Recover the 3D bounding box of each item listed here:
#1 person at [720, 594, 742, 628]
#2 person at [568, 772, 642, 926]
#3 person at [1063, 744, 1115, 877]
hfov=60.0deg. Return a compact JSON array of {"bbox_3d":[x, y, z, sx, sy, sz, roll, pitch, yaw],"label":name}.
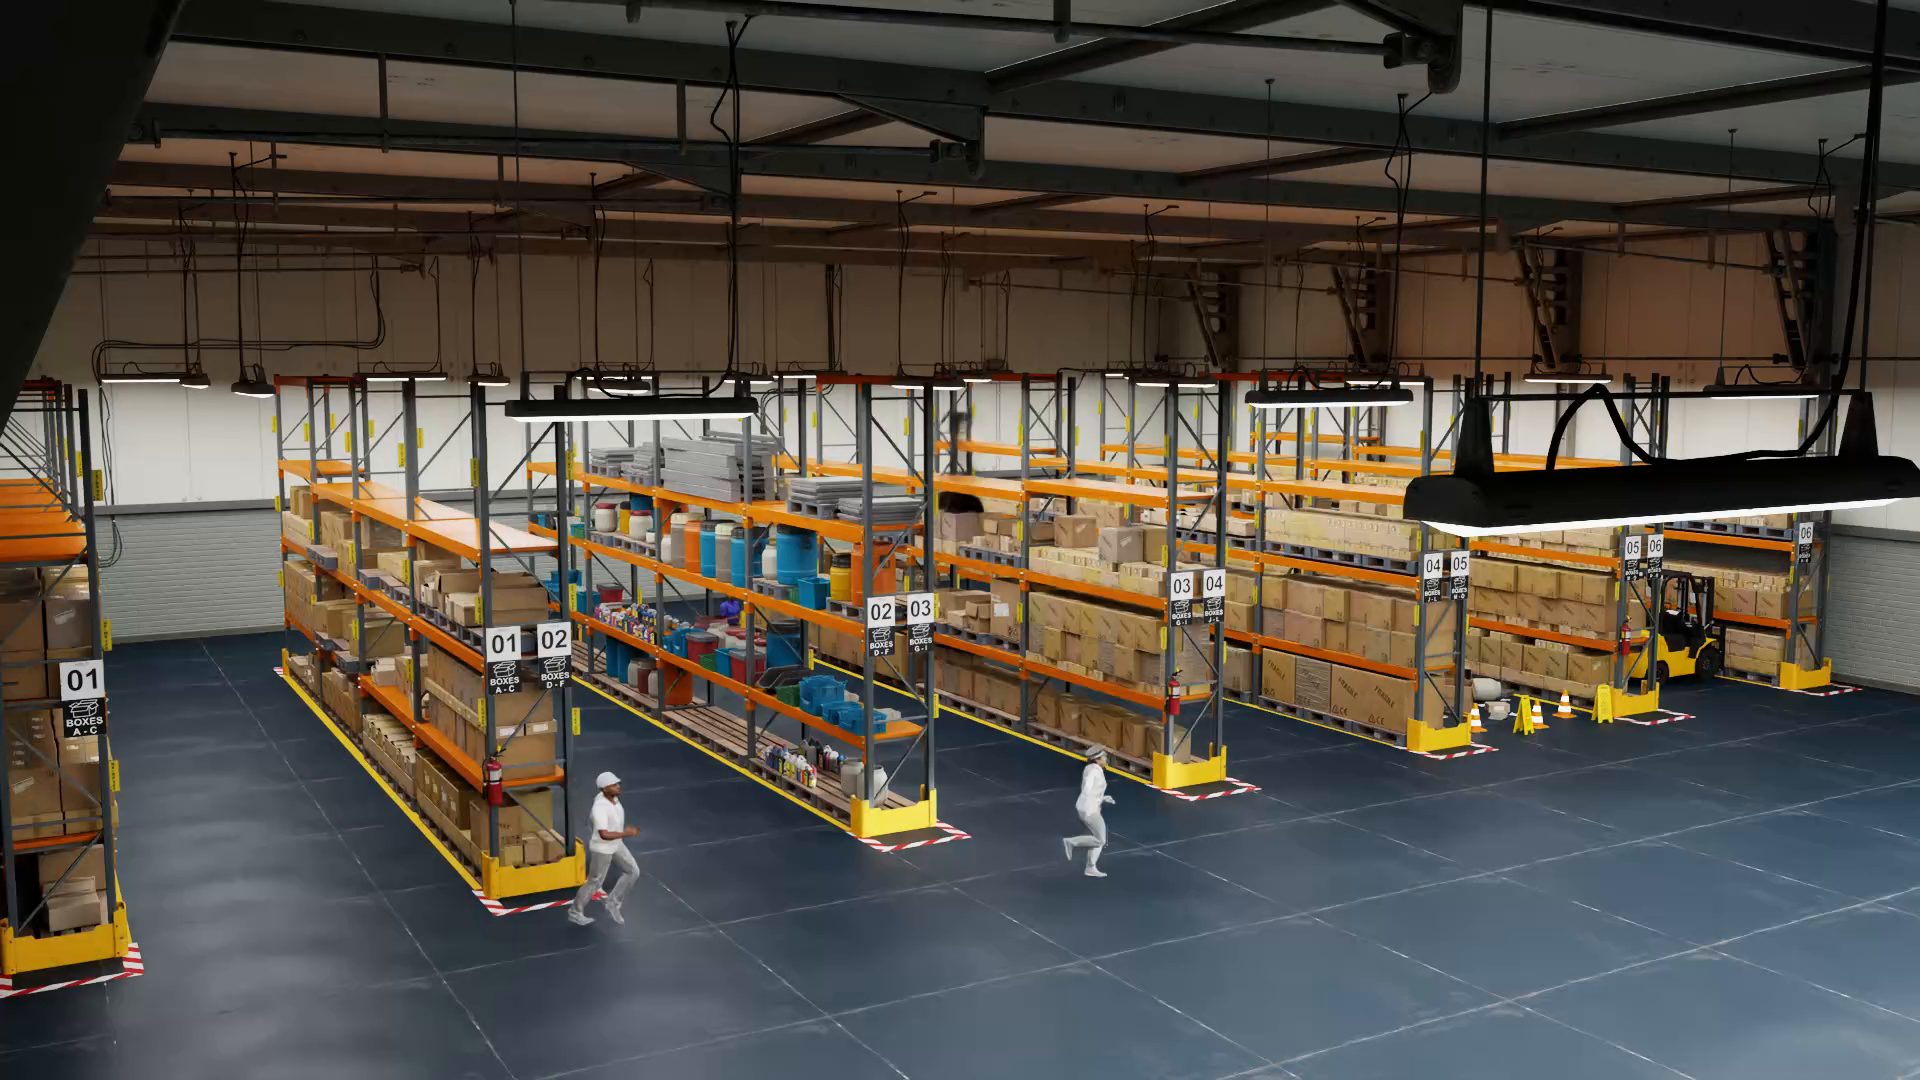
[{"bbox_3d":[-4.616,1.901,33.602,0.539,1.648,0.786,-4,8,-35],"label":"person"},{"bbox_3d":[-3.920,3.434,18.507,0.864,1.764,0.715,1,6,9],"label":"person"},{"bbox_3d":[1.583,3.316,20.326,0.653,1.652,0.651,-1,6,-5],"label":"person"}]
